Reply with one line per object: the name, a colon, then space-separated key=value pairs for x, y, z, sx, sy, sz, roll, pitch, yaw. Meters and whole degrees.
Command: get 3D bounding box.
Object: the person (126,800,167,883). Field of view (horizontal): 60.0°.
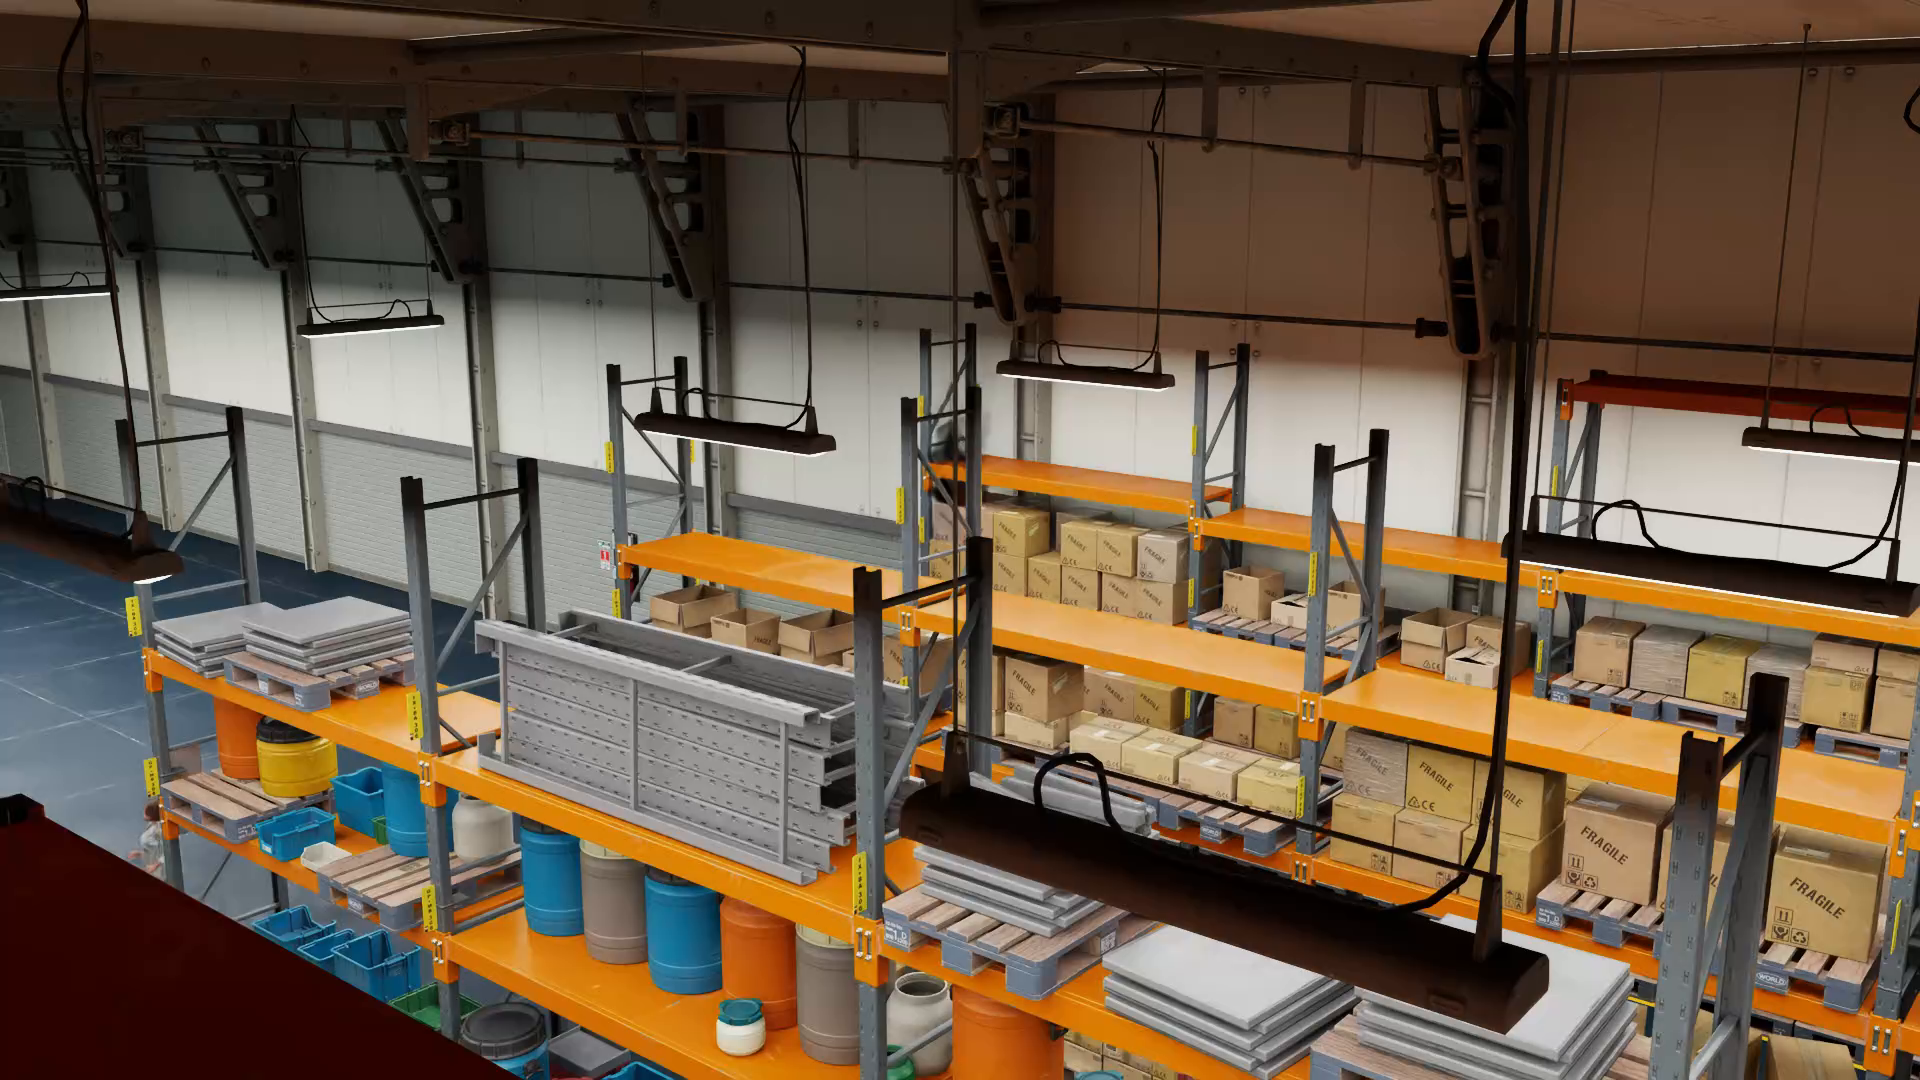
person: x=-8.400 y=3.463 z=17.388 sx=0.552 sy=1.553 sz=0.530 roll=-6 pitch=14 yaw=-25
